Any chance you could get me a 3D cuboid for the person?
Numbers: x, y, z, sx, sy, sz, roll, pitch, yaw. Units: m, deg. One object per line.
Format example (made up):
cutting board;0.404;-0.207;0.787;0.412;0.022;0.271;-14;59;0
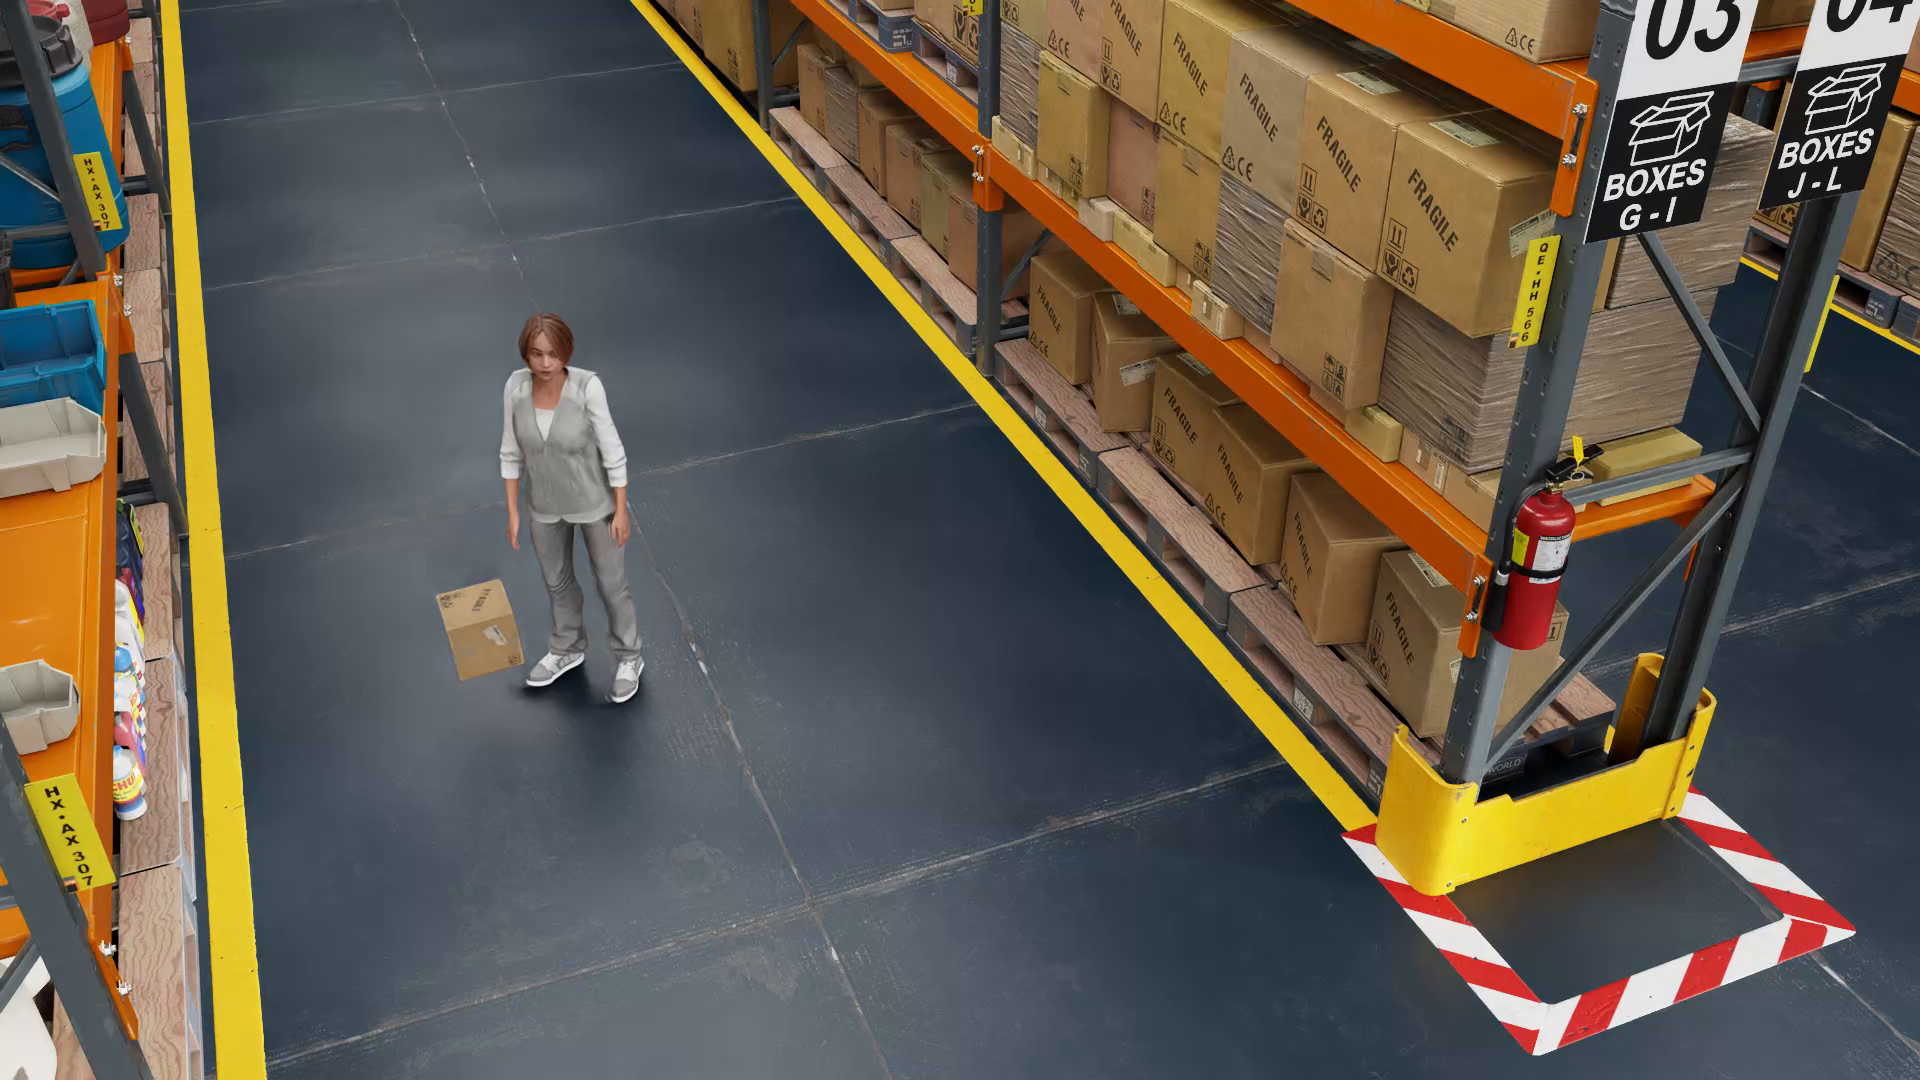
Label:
person;-1.482;-0.107;6.266;0.503;1.607;0.347;4;34;6
